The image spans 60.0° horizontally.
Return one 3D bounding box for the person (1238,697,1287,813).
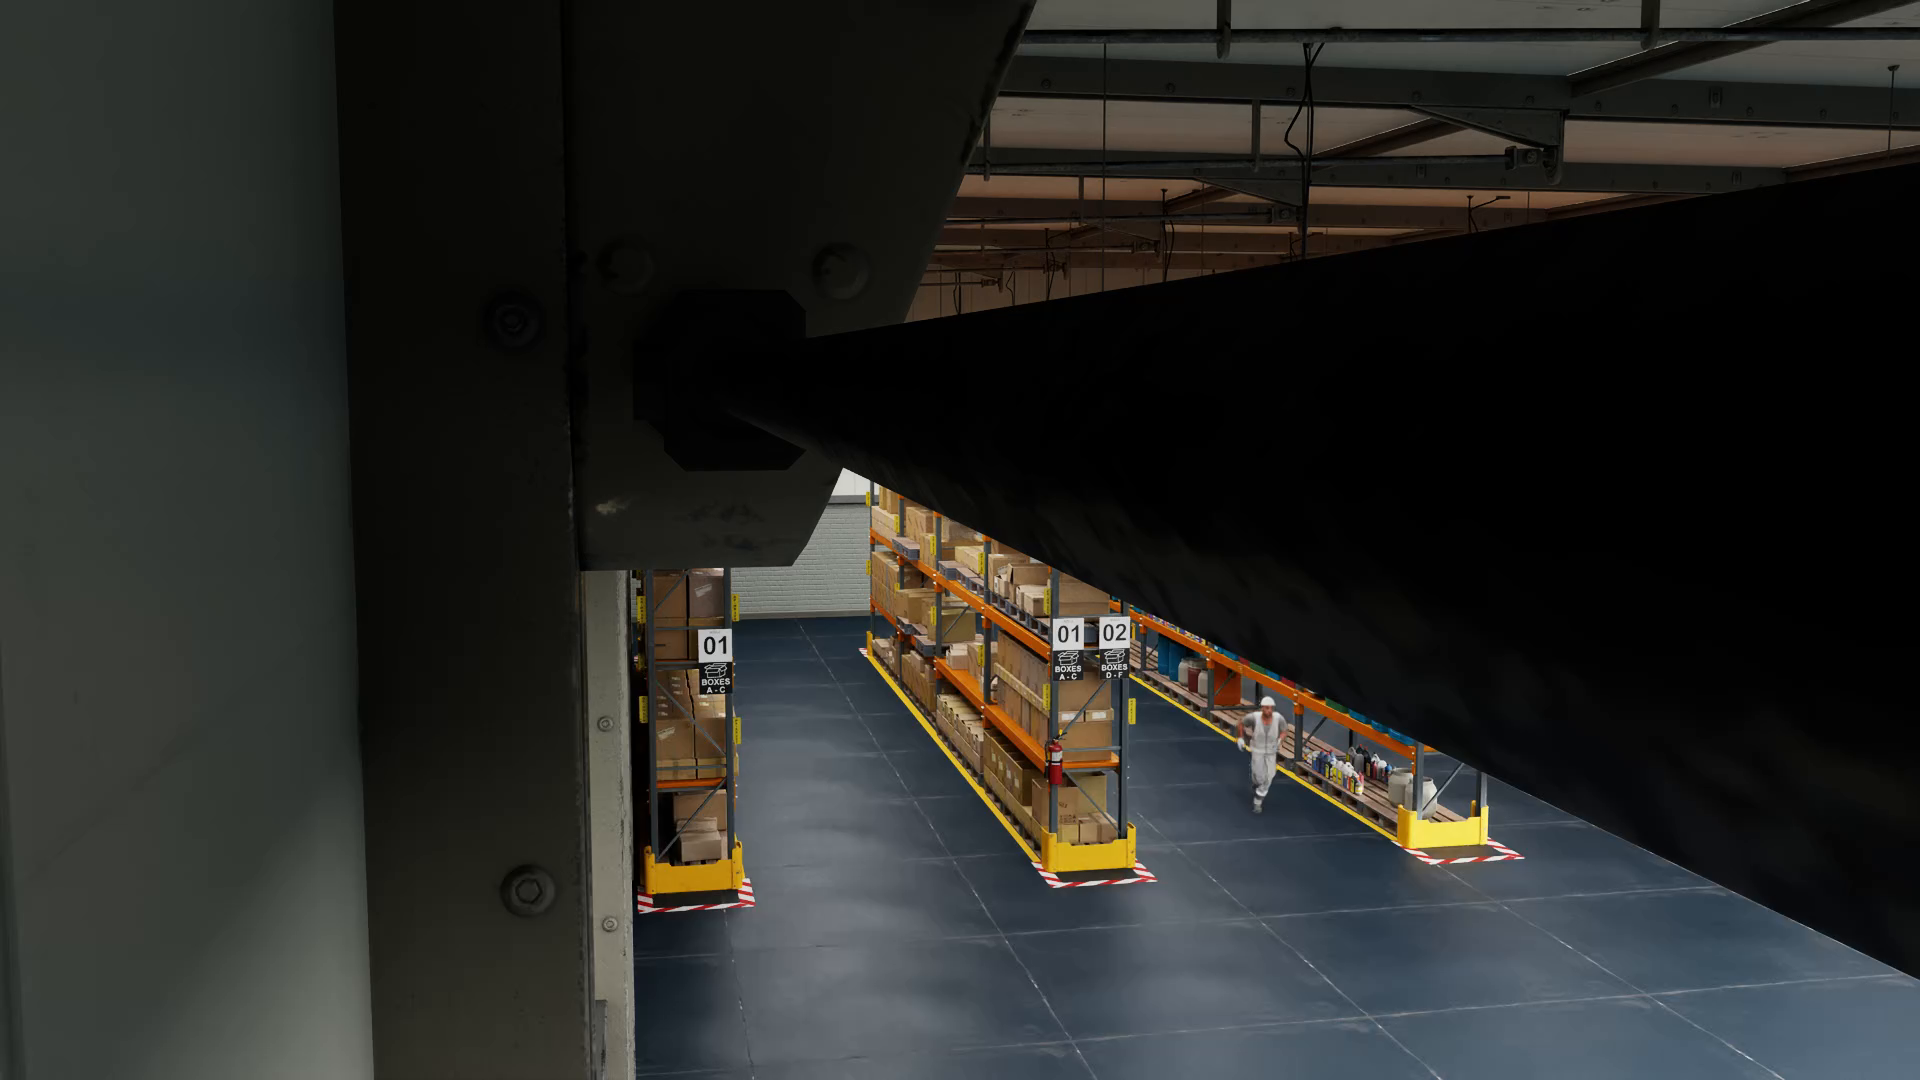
[{"bbox_3d":[4.299,3.034,23.572,0.650,1.706,0.738,-1,6,-6],"label":"person"}]
